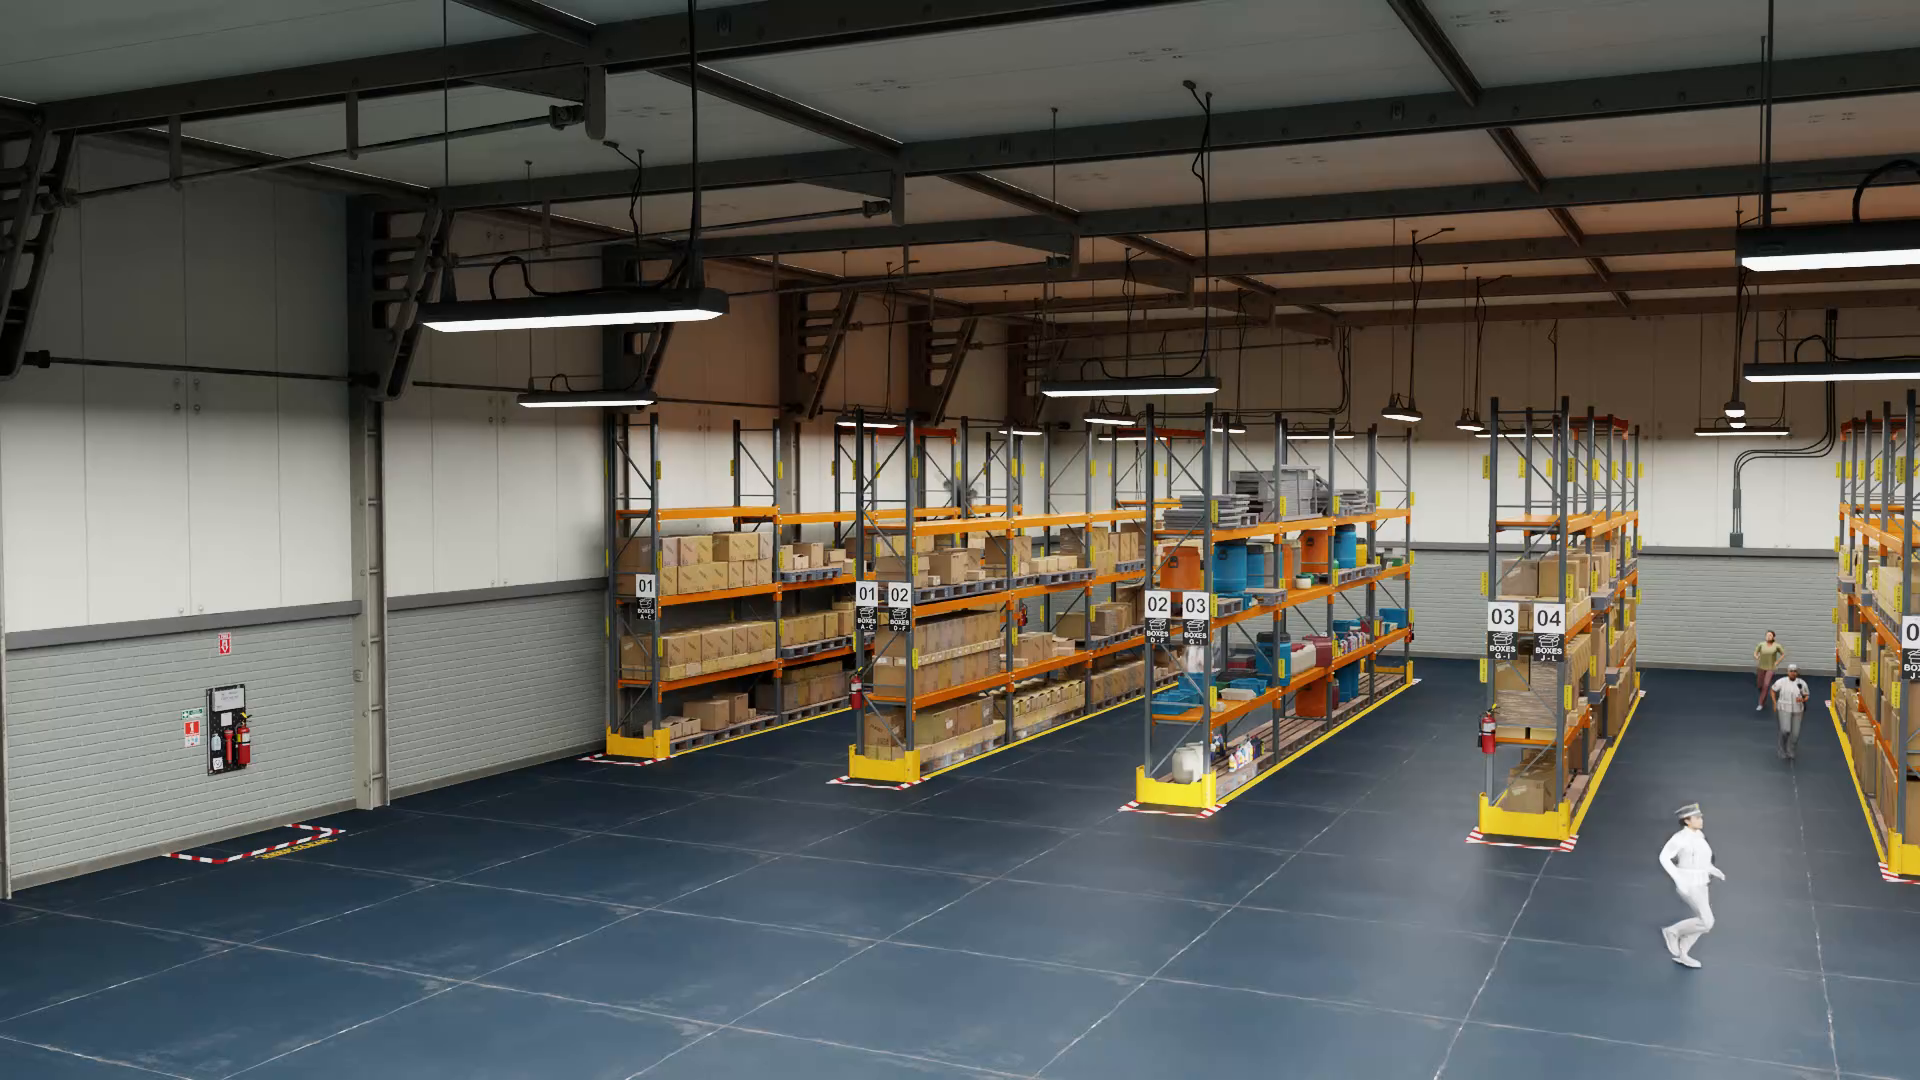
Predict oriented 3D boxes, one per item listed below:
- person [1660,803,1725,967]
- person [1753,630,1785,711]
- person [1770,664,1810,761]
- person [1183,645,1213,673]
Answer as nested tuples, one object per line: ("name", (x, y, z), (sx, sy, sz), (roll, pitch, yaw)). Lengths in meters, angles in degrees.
("person", (7.396, 3.472, 16.727), (0.608, 1.650, 0.540), (-2, 3, -41))
("person", (16.936, 2.727, 34.826), (0.591, 1.649, 0.840), (2, 3, 39))
("person", (14.306, 2.970, 28.631), (0.574, 1.660, 0.653), (1, 2, 16))
("person", (4.799, 2.702, 33.628), (0.634, 1.742, 0.663), (1, 2, 12))
